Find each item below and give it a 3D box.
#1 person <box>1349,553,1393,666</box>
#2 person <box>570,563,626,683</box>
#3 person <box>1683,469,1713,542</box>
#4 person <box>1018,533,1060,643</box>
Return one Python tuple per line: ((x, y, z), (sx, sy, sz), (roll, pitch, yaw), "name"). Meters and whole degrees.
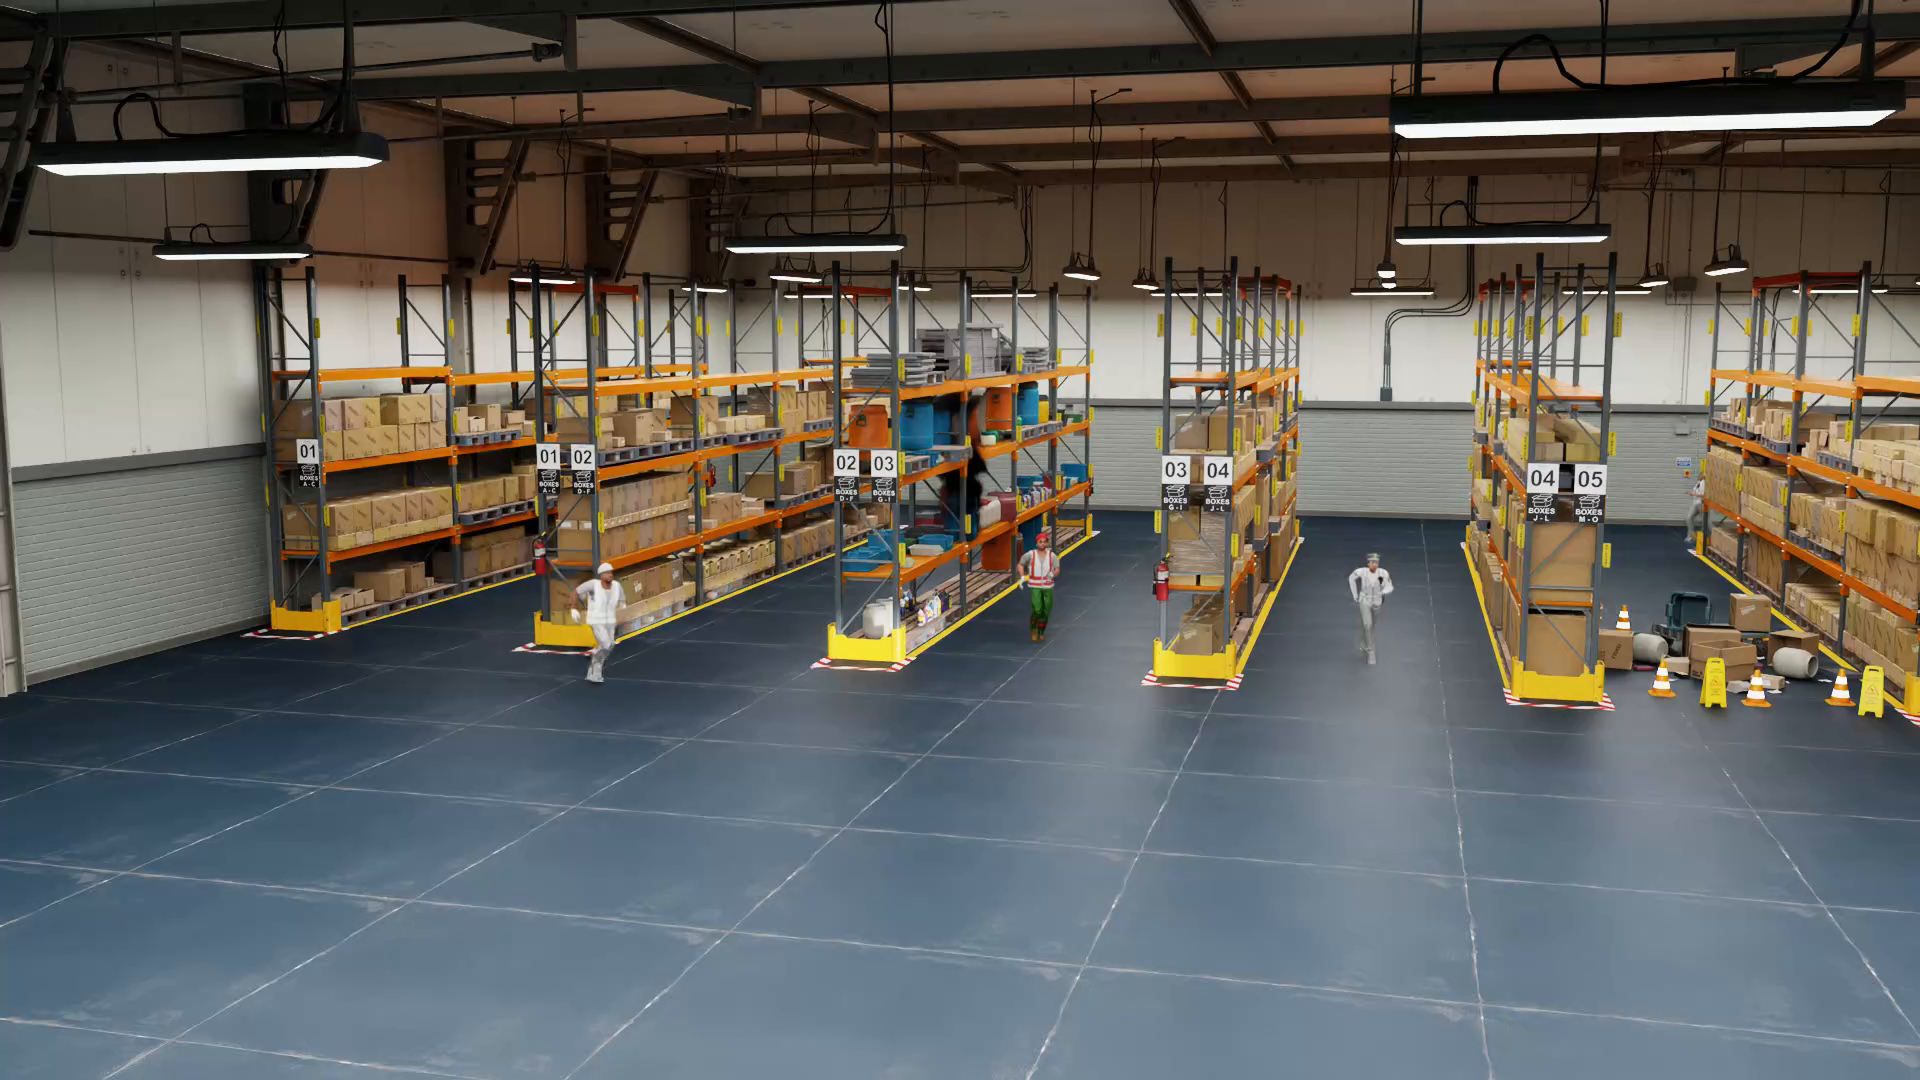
((6.211, 0.999, 25.204), (0.614, 1.695, 1.001), (0, 7, -1), "person")
((-5.010, 1.175, 23.337), (0.729, 1.724, 0.741), (-7, 10, -44), "person")
((17.409, -0.780, 39.055), (0.772, 1.746, 0.546), (0, 7, 0), "person")
((1.284, 0.767, 26.421), (0.647, 1.753, 0.665), (-1, 7, -10), "person")
